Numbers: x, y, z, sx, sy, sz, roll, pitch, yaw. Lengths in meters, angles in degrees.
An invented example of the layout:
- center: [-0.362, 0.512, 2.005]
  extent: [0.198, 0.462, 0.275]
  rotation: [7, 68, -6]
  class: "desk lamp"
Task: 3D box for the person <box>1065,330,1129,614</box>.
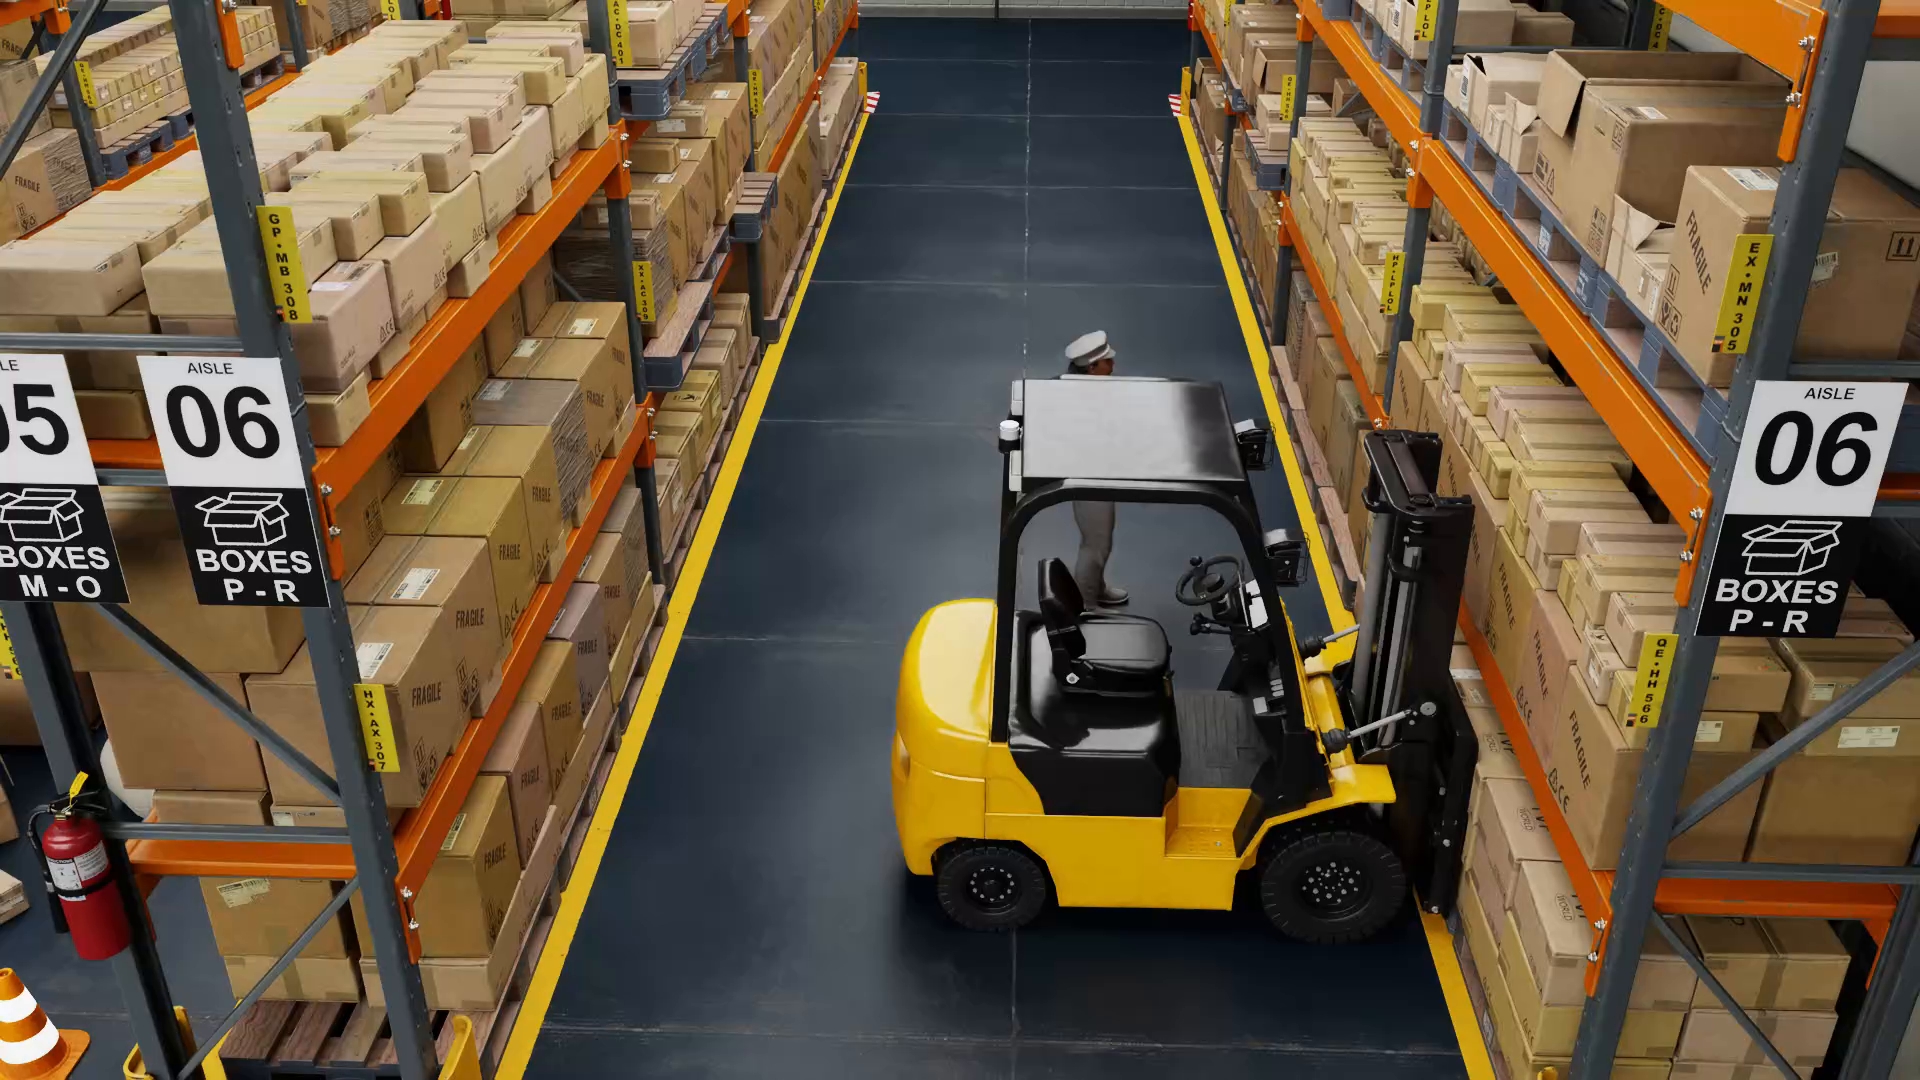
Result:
- center: [0.820, -0.352, 9.245]
  extent: [0.515, 1.692, 0.460]
  rotation: [1, 28, 2]
  class: "person"
